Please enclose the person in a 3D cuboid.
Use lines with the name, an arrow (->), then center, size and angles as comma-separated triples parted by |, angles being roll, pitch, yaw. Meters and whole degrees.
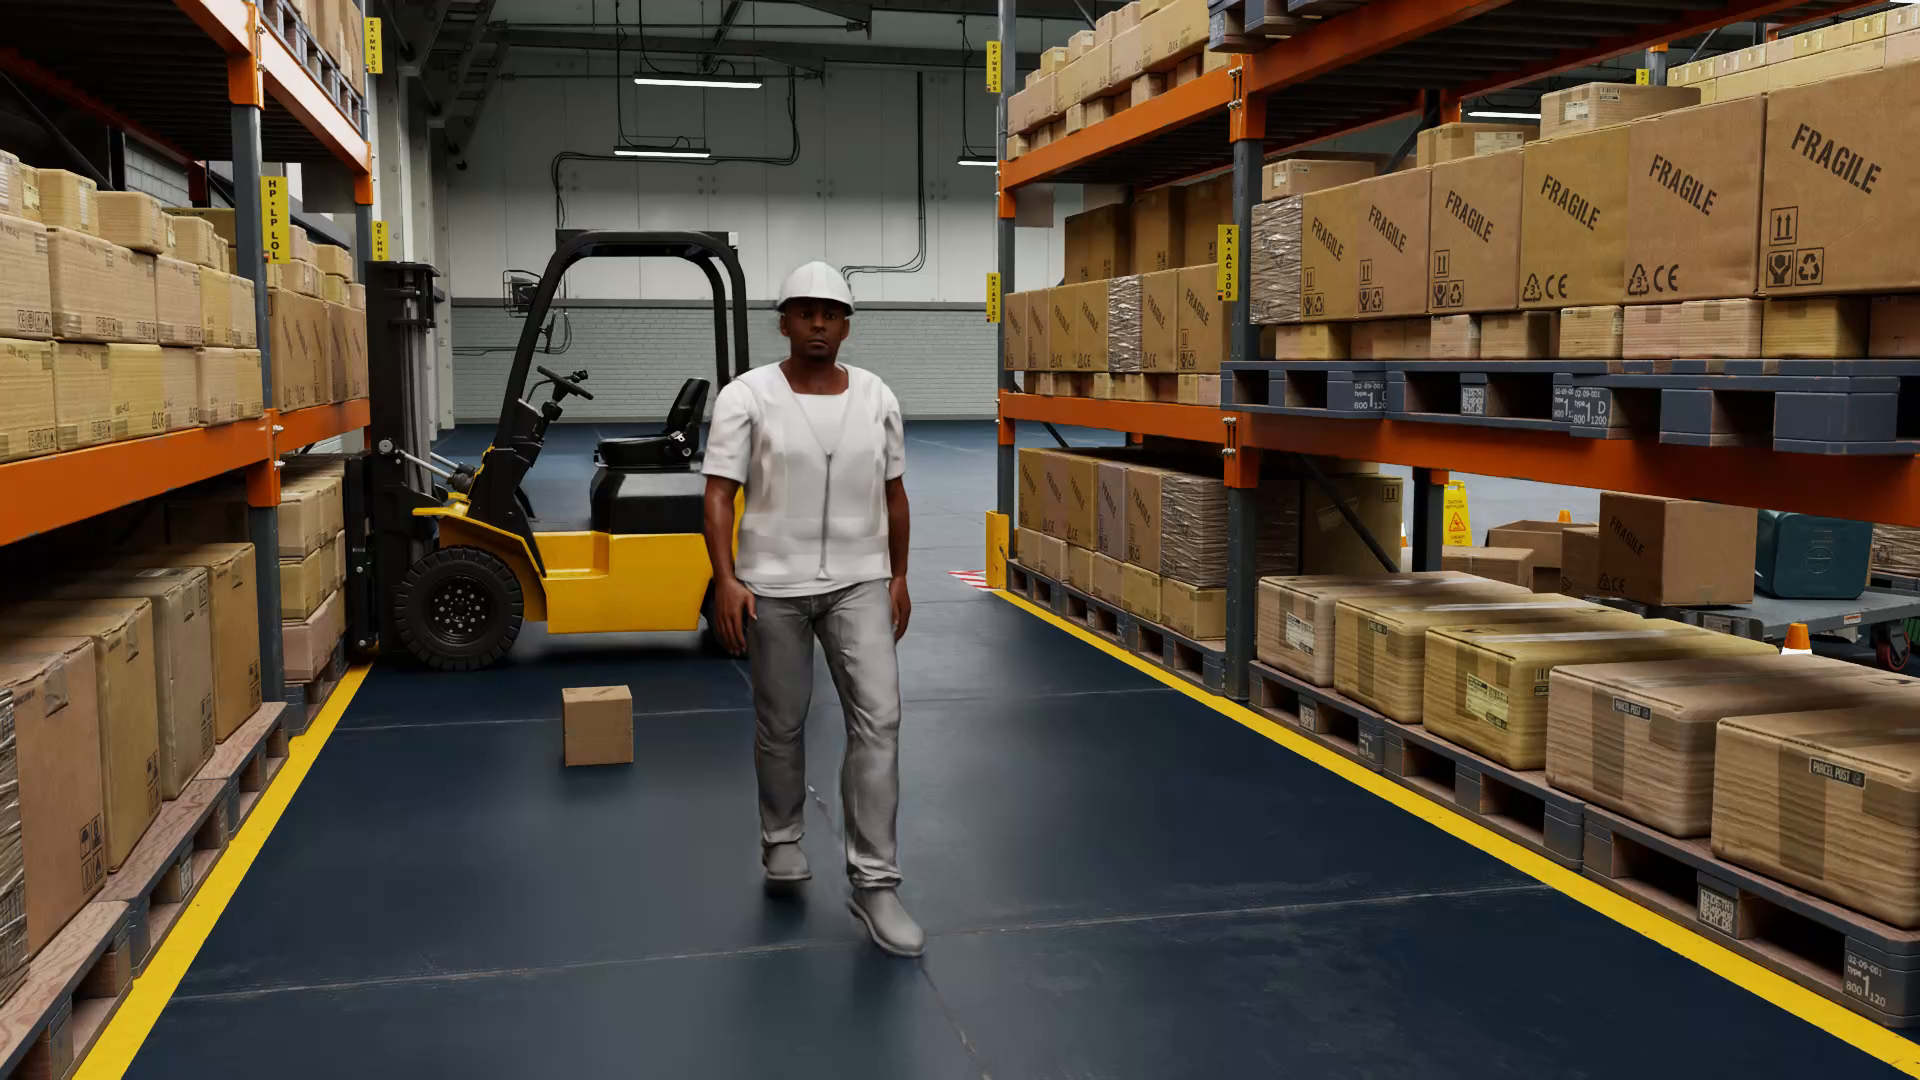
person -> -0.378, 0.142, 4.471 | 0.606, 1.773, 0.826 | -2, 6, -15
